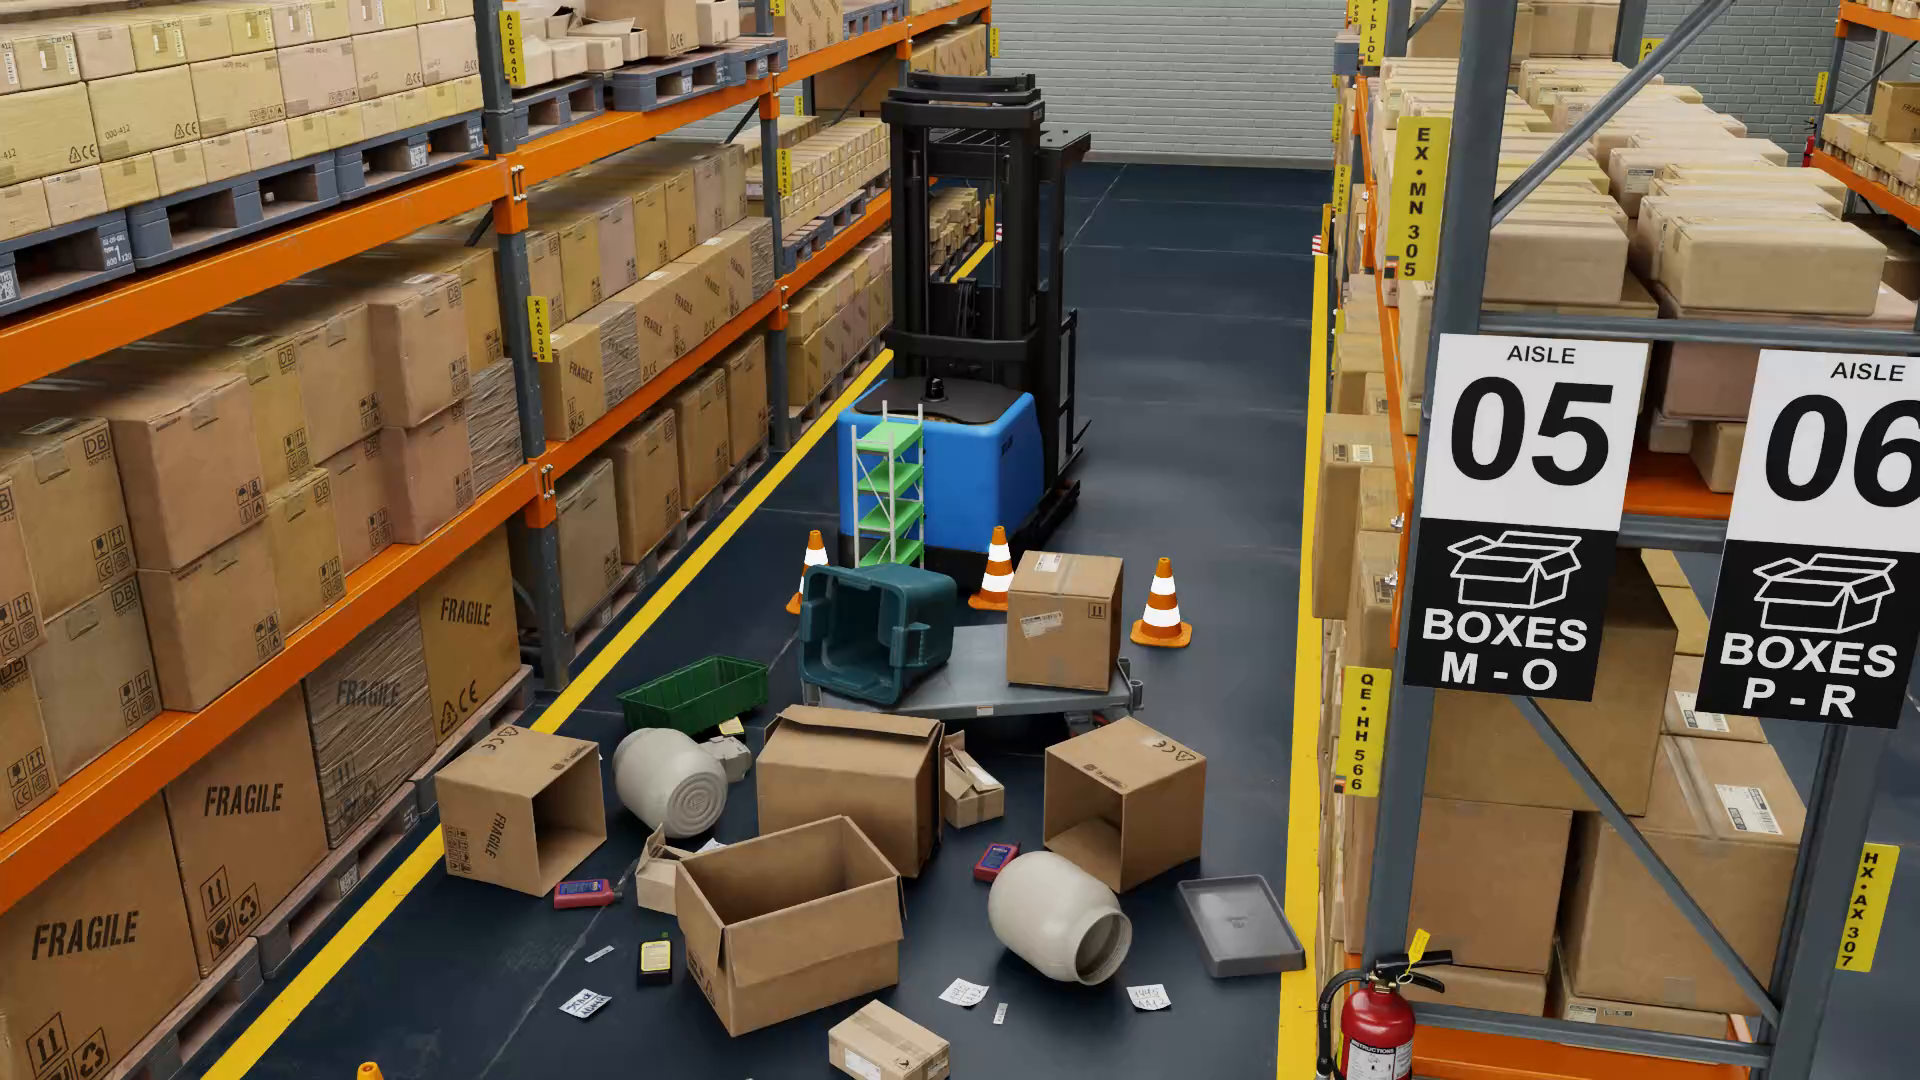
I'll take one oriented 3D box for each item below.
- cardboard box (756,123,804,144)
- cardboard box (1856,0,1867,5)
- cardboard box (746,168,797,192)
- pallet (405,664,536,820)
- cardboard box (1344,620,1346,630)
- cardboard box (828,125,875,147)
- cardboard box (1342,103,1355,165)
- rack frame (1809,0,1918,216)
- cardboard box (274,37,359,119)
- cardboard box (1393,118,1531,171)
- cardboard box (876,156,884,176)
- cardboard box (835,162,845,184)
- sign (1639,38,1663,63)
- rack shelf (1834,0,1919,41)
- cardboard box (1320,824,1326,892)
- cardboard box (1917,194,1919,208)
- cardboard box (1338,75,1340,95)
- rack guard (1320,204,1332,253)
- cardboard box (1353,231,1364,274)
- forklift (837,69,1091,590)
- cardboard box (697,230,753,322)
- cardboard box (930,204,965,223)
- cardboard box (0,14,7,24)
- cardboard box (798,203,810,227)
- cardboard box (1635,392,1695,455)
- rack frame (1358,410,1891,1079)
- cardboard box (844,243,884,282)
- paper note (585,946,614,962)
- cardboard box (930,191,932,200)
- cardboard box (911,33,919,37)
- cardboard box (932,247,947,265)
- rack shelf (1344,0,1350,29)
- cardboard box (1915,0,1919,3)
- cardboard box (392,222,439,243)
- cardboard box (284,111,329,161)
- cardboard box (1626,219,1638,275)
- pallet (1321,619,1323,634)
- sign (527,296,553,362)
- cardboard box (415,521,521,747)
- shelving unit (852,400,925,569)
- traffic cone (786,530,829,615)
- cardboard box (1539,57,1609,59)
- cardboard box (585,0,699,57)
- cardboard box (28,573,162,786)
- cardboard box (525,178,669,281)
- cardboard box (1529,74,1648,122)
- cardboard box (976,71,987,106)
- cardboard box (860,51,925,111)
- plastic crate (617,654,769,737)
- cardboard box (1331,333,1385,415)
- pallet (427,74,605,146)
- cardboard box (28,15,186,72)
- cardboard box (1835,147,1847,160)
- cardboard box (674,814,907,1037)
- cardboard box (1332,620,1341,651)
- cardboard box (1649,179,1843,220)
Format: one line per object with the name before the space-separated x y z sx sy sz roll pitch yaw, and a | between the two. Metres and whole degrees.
cardboard box | -1.601 -3.607 14.773 0.380 0.149 0.250 5 22 11
cardboard box | 9.285 -5.479 16.765 0.380 0.149 0.250 5 22 12
cardboard box | -1.445 -2.702 12.525 0.380 0.149 0.250 4 22 9
pallet | -2.829 0.934 8.253 1.003 0.211 1.213 4 22 11
cardboard box | 1.712 0.032 6.228 0.500 0.500 0.500 4 22 10
cardboard box | -0.964 -3.558 14.650 0.380 0.149 0.250 4 22 9
cardboard box | 3.349 -3.217 13.355 0.500 0.500 0.500 4 22 10
rack frame | 9.578 -4.303 17.524 1.000 3.000 0.127 4 22 11
cardboard box | -2.654 -1.766 6.314 0.500 0.250 0.500 4 22 10
cardboard box | 1.513 -1.183 5.030 0.380 0.149 0.250 5 22 12
cardboard box | -0.904 -3.381 15.007 0.380 0.149 0.250 5 22 11
cardboard box | -1.173 -3.043 13.770 0.380 0.149 0.250 5 23 13
sign | 2.802 -1.884 6.810 0.100 0.325 0.005 4 22 11
rack shelf | 9.170 -4.630 15.281 1.077 0.370 4.000 4 22 11
cardboard box | 1.681 1.374 6.544 0.500 0.250 0.500 4 22 10
cardboard box | 8.611 -2.957 14.516 0.380 0.149 0.250 5 22 12
cardboard box | 4.341 -5.037 17.872 0.500 0.500 0.500 4 22 10
rack guard | 4.723 -3.530 18.949 1.175 0.500 0.348 4 22 11
cardboard box | 2.456 -1.419 9.267 0.500 0.500 0.500 4 22 9
forklift | 0.195 -1.581 10.855 1.130 2.935 3.031 7 23 17
cardboard box | -1.713 -1.774 11.109 0.500 0.500 0.500 4 22 11
cardboard box | -0.160 -3.572 18.165 0.380 0.149 0.250 5 23 13
cardboard box | -3.417 -1.669 5.541 0.380 0.149 0.250 4 22 10
cardboard box | -1.383 -2.518 12.866 0.380 0.149 0.250 6 23 14
cardboard box | 1.805 -0.303 3.912 0.380 0.149 0.250 4 22 9
rack frame | 1.453 1.171 3.930 1.000 3.000 0.127 4 22 11
cardboard box | -0.987 -2.462 14.733 0.500 0.250 0.500 6 23 13
paper note | -1.452 1.668 6.699 0.032 0.001 0.123 18 28 38
cardboard box | -0.527 -3.893 18.963 0.380 0.149 0.250 5 22 12
cardboard box | -0.725 -5.151 17.759 0.500 0.500 0.500 4 22 10
cardboard box | -0.351 -3.017 17.582 0.380 0.149 0.250 4 22 9
rack shelf | 4.310 -5.007 16.218 1.077 0.370 4.000 4 22 11
cardboard box | 8.826 -4.873 14.726 0.500 0.250 0.500 5 22 12
cardboard box | -5.911 -2.947 16.437 1.225 0.875 0.875 5 22 11
cardboard box | -2.617 -1.525 6.249 0.380 0.149 0.250 4 22 10
cardboard box | 1.929 -0.636 4.204 0.500 0.250 0.500 4 22 10
pallet | 2.673 0.269 9.902 1.003 0.211 1.213 4 22 11
sign | -2.054 -1.029 8.128 0.100 0.325 0.005 4 22 11
cardboard box | -2.794 0.383 8.169 0.875 0.875 0.875 5 22 12
shelving unit | -0.408 -0.151 9.621 0.258 1.200 0.503 7 23 17
traffic cone | -0.845 0.169 9.814 0.336 0.463 0.334 4 22 11
cardboard box | 2.883 -2.177 7.867 0.500 0.250 0.500 4 22 10
cardboard box | -1.862 -3.117 9.733 0.500 0.500 0.500 4 22 11
cardboard box | -3.291 0.419 5.597 0.875 0.550 0.550 4 22 11
cardboard box | -2.191 -1.882 10.039 0.700 0.500 0.500 4 22 10
cardboard box | 2.300 -1.615 6.101 0.380 0.149 0.250 5 22 12
cardboard box | 0.012 -5.021 18.774 0.500 0.500 0.500 5 22 12
cardboard box | -0.634 -4.353 15.775 0.500 0.500 0.500 5 22 12
plastic crate | -1.350 0.809 8.517 0.450 0.188 0.662 7 21 42
cardboard box | 1.713 -0.429 6.033 0.700 0.500 0.500 4 22 10
pallet | -2.459 -2.274 8.725 0.805 0.209 1.217 4 22 9
cardboard box | -2.773 -1.618 5.413 0.380 0.149 0.250 4 22 10
cardboard box | 9.236 -3.991 17.084 0.380 0.149 0.250 5 22 12
cardboard box | -0.667 1.494 6.471 0.797 0.503 0.637 -11 25 -26
cardboard box | 1.800 0.377 7.150 0.380 0.149 0.250 5 22 12
cardboard box | 1.872 -0.768 3.999 0.380 0.149 0.250 4 22 11
